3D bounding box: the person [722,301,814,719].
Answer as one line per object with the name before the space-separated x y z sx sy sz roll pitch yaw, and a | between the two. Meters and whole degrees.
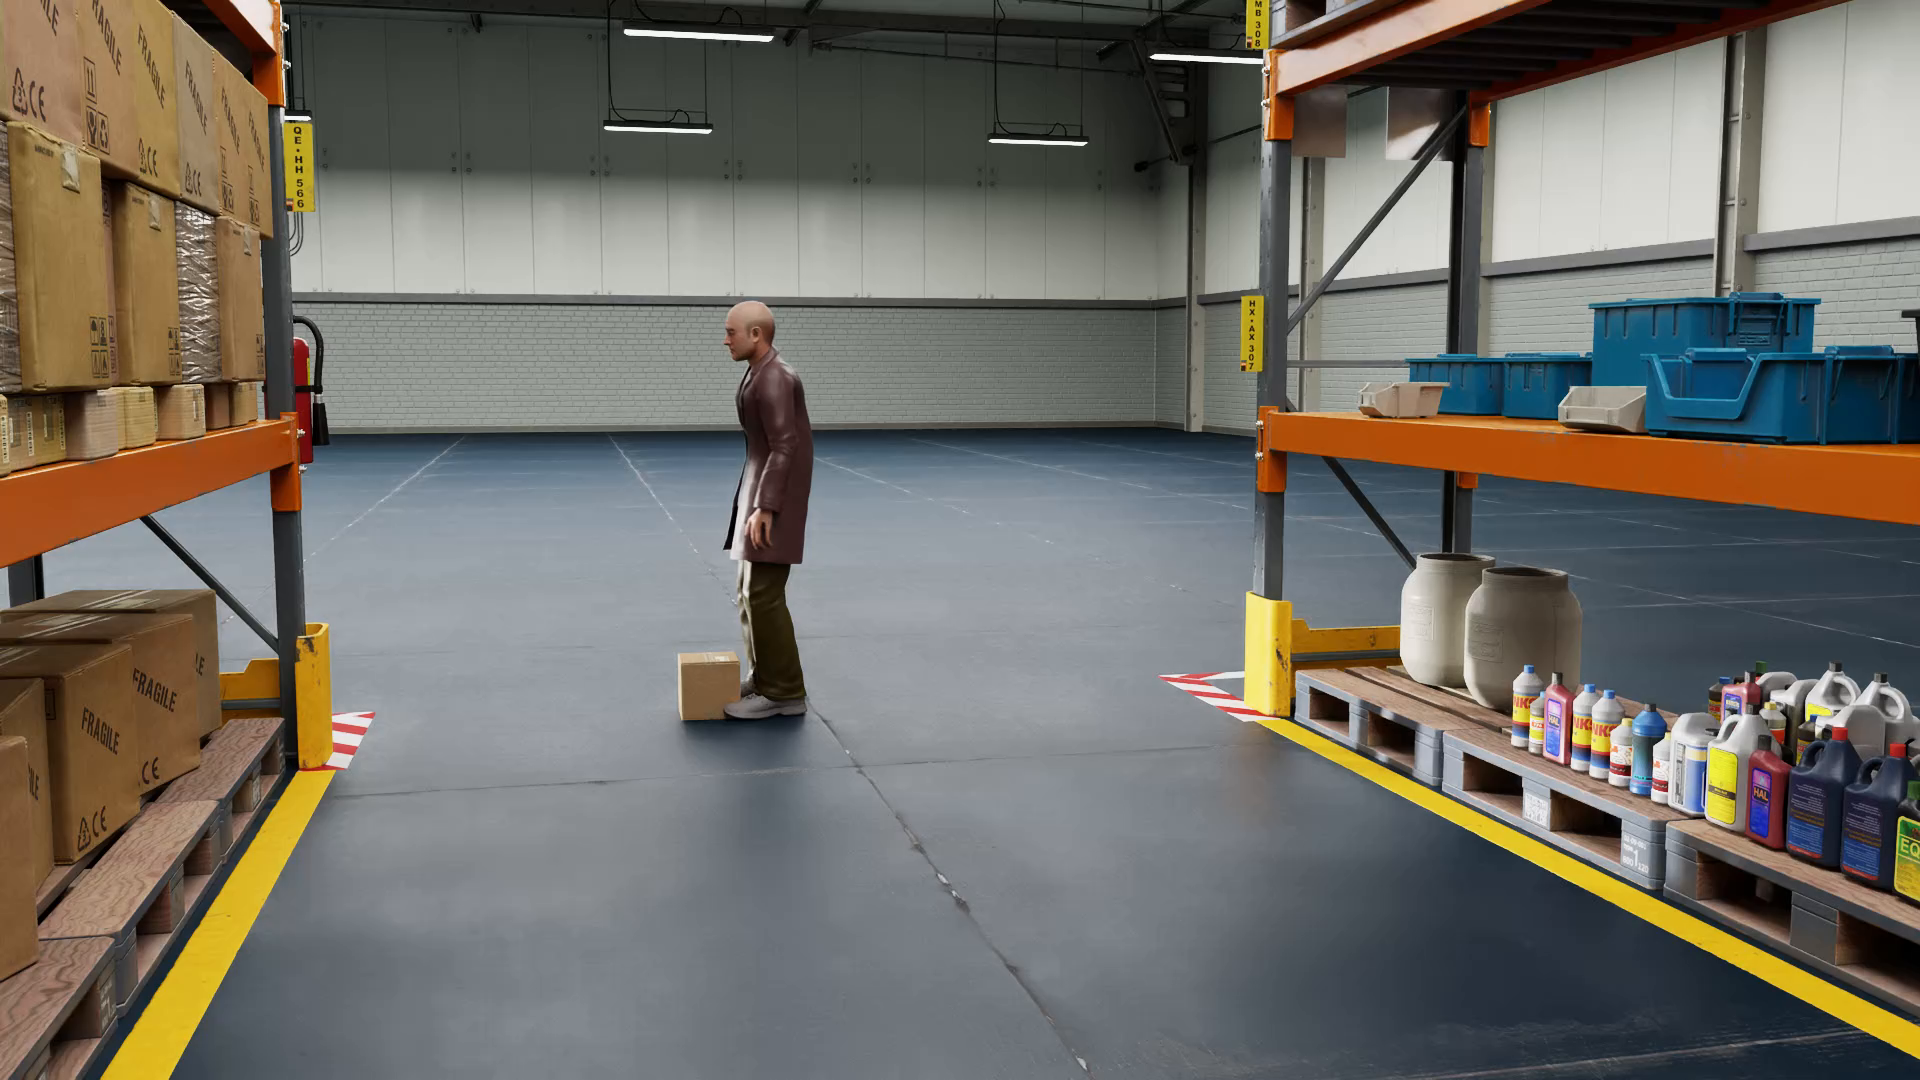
person | -0.849 -0.136 7.181 0.426 1.774 0.644 -1 6 -13
